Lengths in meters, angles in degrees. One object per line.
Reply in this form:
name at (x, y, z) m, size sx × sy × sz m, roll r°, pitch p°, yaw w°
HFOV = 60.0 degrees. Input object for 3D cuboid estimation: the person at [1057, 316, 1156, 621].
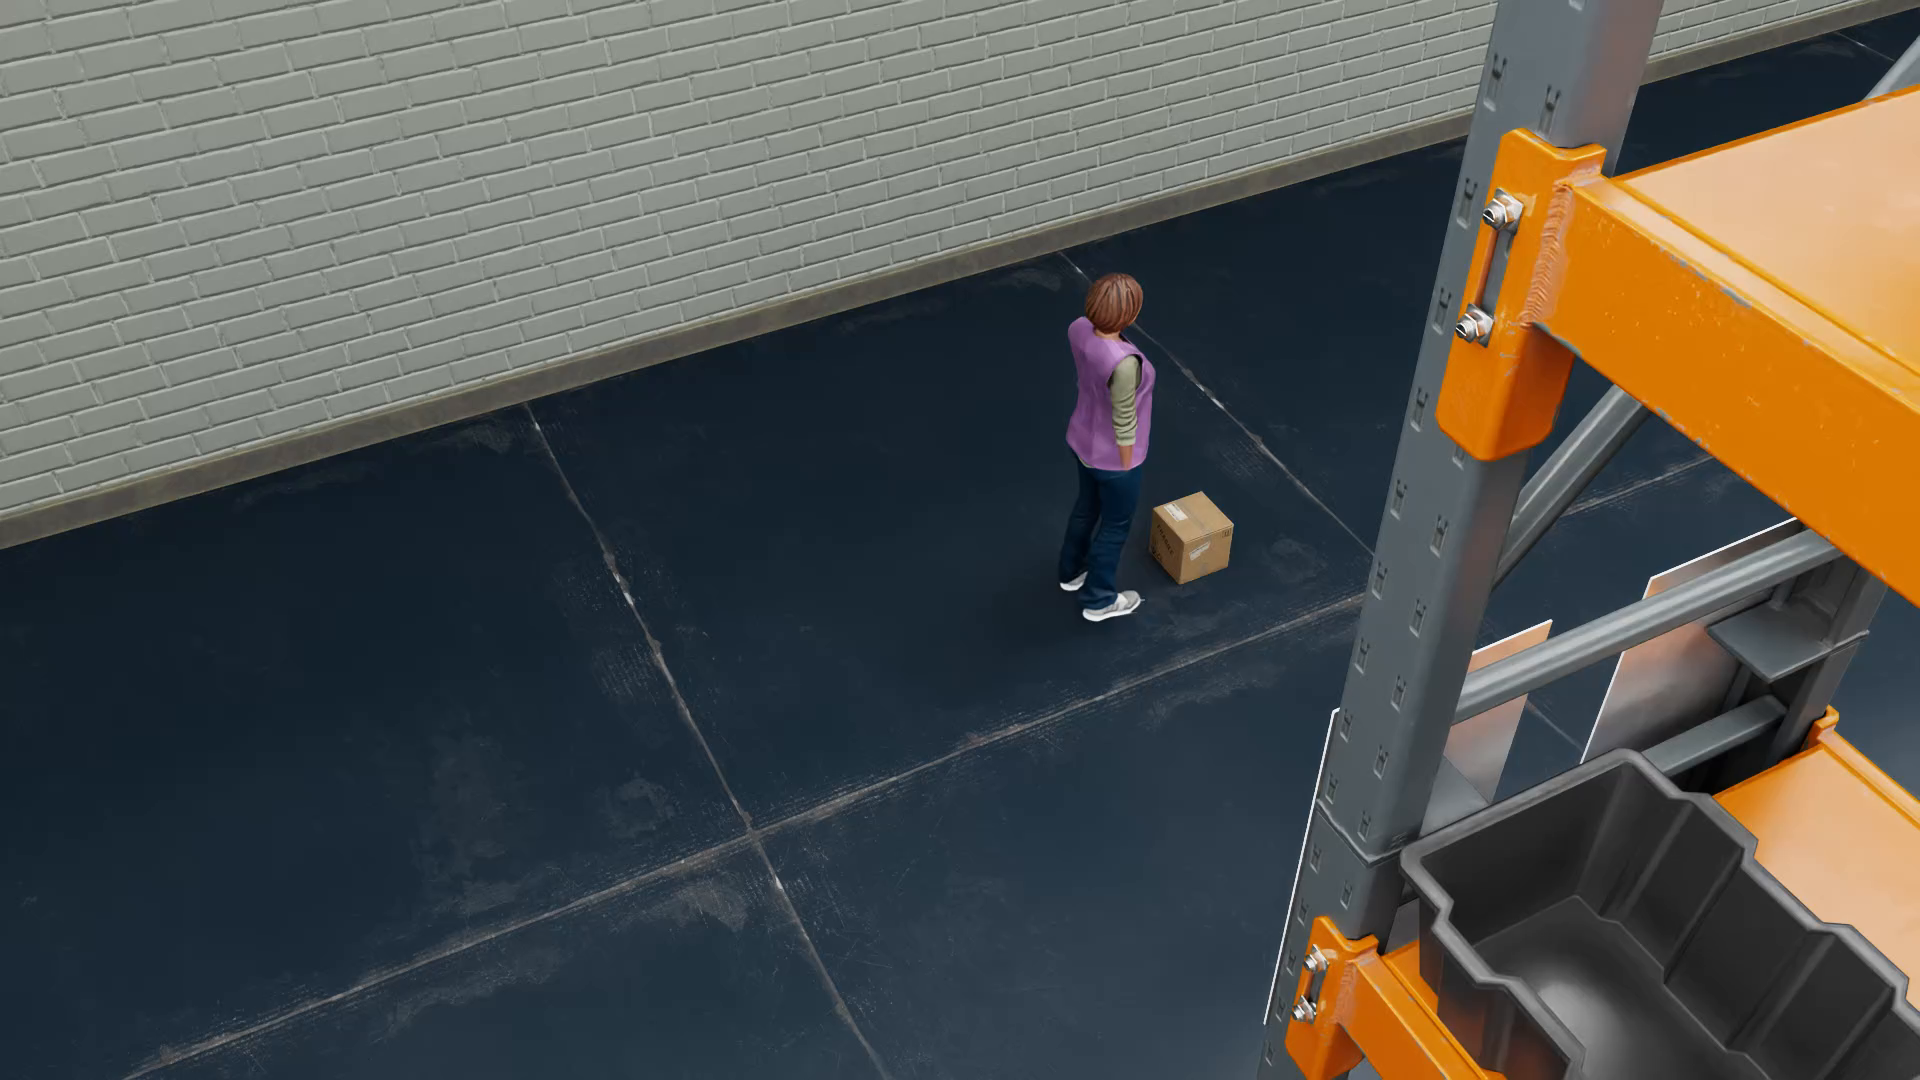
person at (0.576, -0.285, 6.657) m, size 0.300 × 1.371 × 0.406 m, roll -18°, pitch 45°, yaw -19°
